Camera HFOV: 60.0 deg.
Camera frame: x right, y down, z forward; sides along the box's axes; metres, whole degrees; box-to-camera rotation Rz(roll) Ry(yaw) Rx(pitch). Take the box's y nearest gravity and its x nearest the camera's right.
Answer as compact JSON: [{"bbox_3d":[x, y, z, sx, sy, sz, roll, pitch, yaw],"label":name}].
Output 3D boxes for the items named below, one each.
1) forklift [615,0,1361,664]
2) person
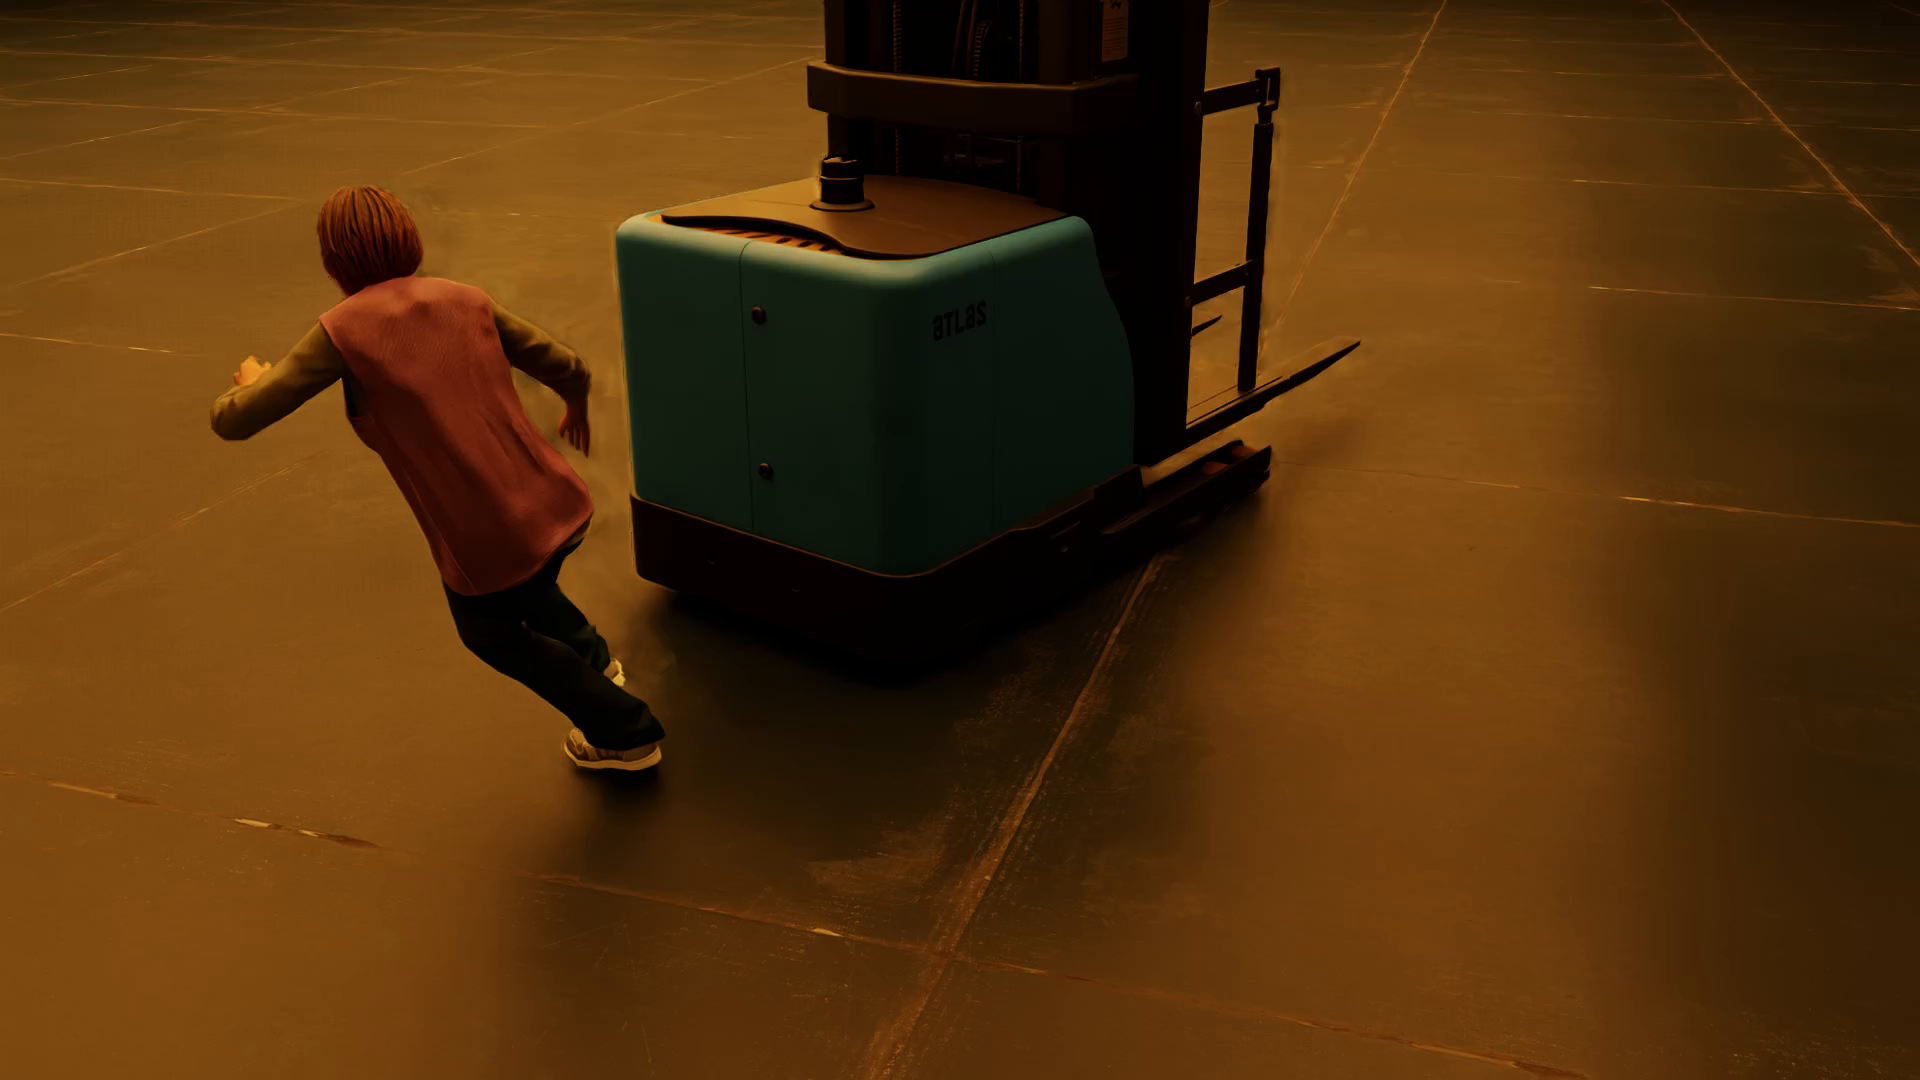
[{"bbox_3d":[0.368,-1.541,5.011,1.130,2.935,3.031,16,27,34],"label":"forklift"},{"bbox_3d":[-1.087,-0.079,3.554,0.827,1.365,0.825,13,26,29],"label":"person"}]
